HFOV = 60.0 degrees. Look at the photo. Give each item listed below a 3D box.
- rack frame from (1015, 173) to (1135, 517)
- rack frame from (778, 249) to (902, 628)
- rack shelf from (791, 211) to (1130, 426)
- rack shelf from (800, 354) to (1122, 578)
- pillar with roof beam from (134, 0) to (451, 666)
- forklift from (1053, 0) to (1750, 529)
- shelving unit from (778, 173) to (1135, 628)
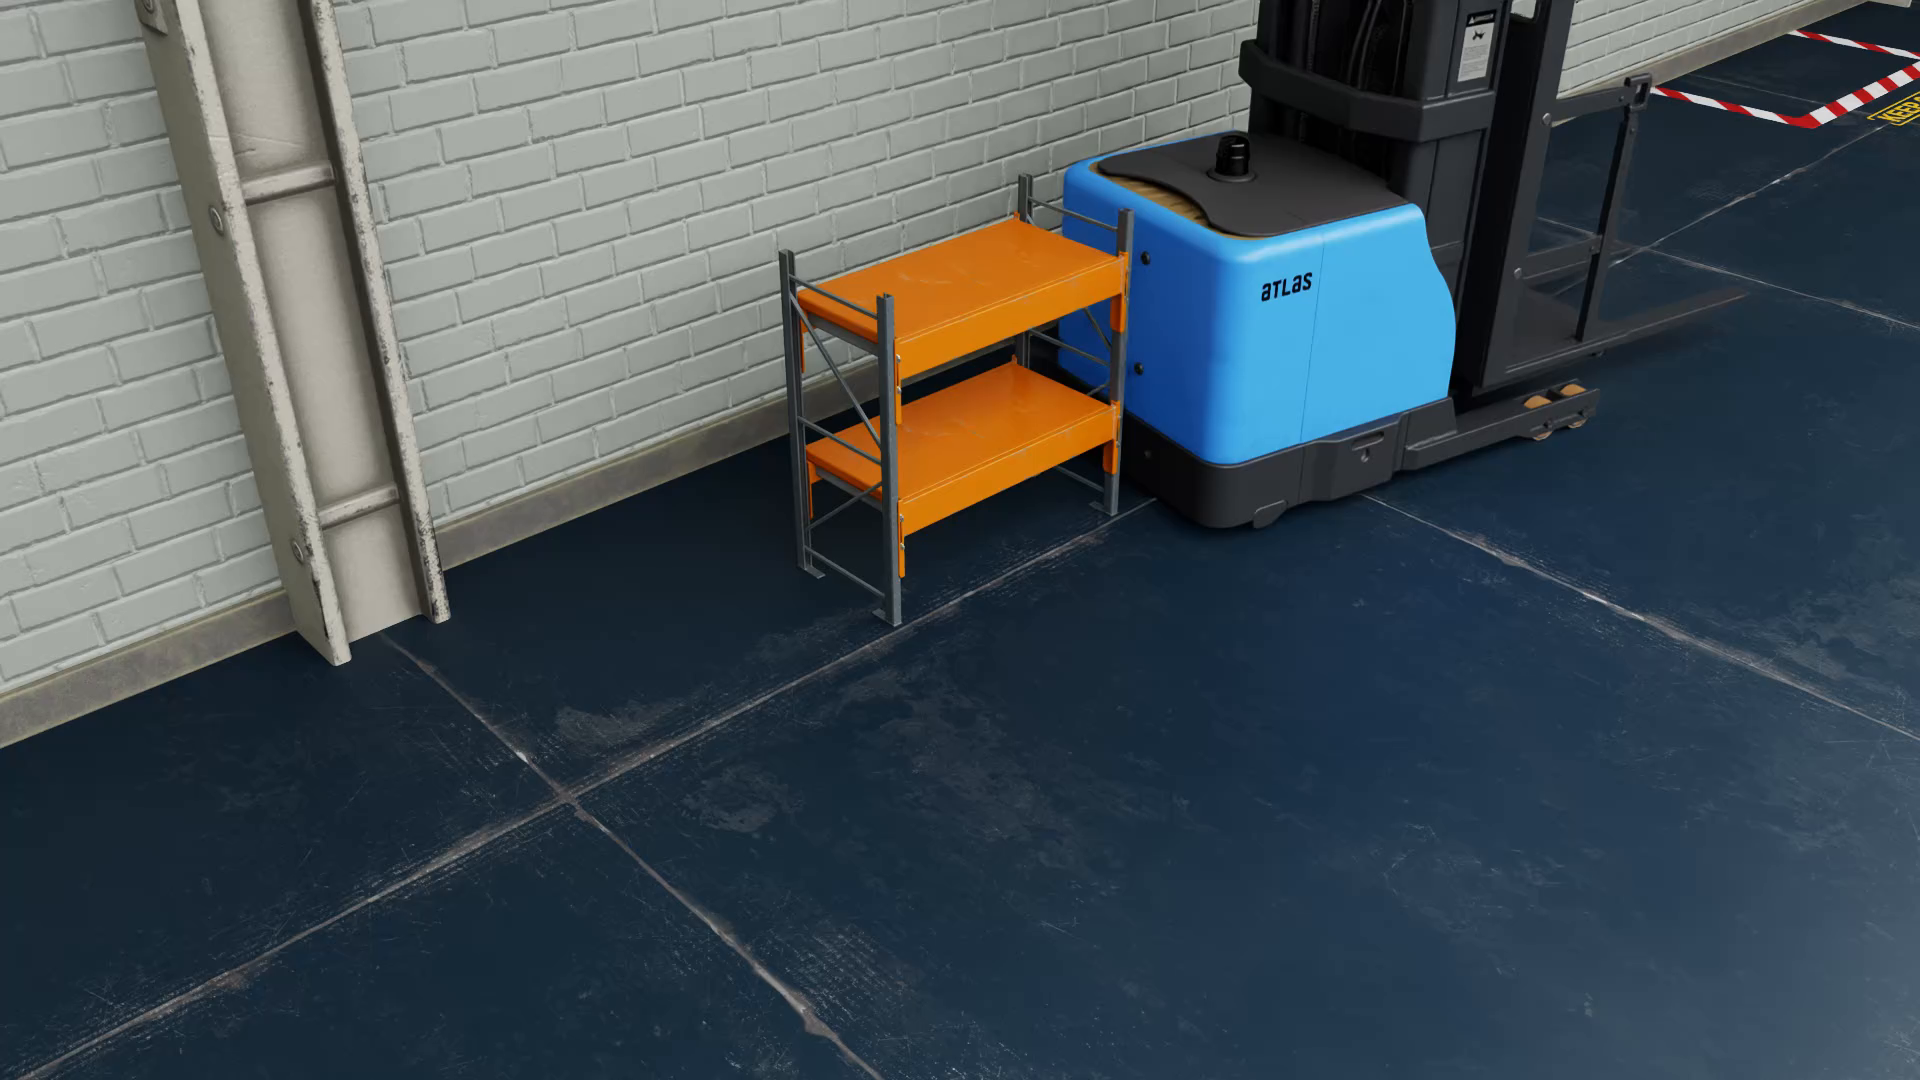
[{"bbox_3d":[0.378,-0.663,5.755,0.032,1.125,0.500,-26,40,-35],"label":"rack frame"},{"bbox_3d":[-0.368,-0.302,5.166,0.032,1.125,0.500,-26,40,-35],"label":"rack frame"},{"bbox_3d":[0.005,-0.732,5.308,1.000,0.278,0.538,-26,40,-35],"label":"rack shelf"},{"bbox_3d":[0.005,-0.274,5.588,1.000,0.278,0.538,-26,40,-35],"label":"rack shelf"},{"bbox_3d":[1.045,-1.932,0.284,0.400,9.000,9.100,-26,40,-35],"label":"pillar with roof beam"},{"bbox_3d":[1.879,-1.851,5.967,3.031,2.935,1.130,-18,36,-26],"label":"forklift"},{"bbox_3d":[0.005,-0.482,5.460,1.048,1.125,0.538,-26,40,-35],"label":"shelving unit"}]
